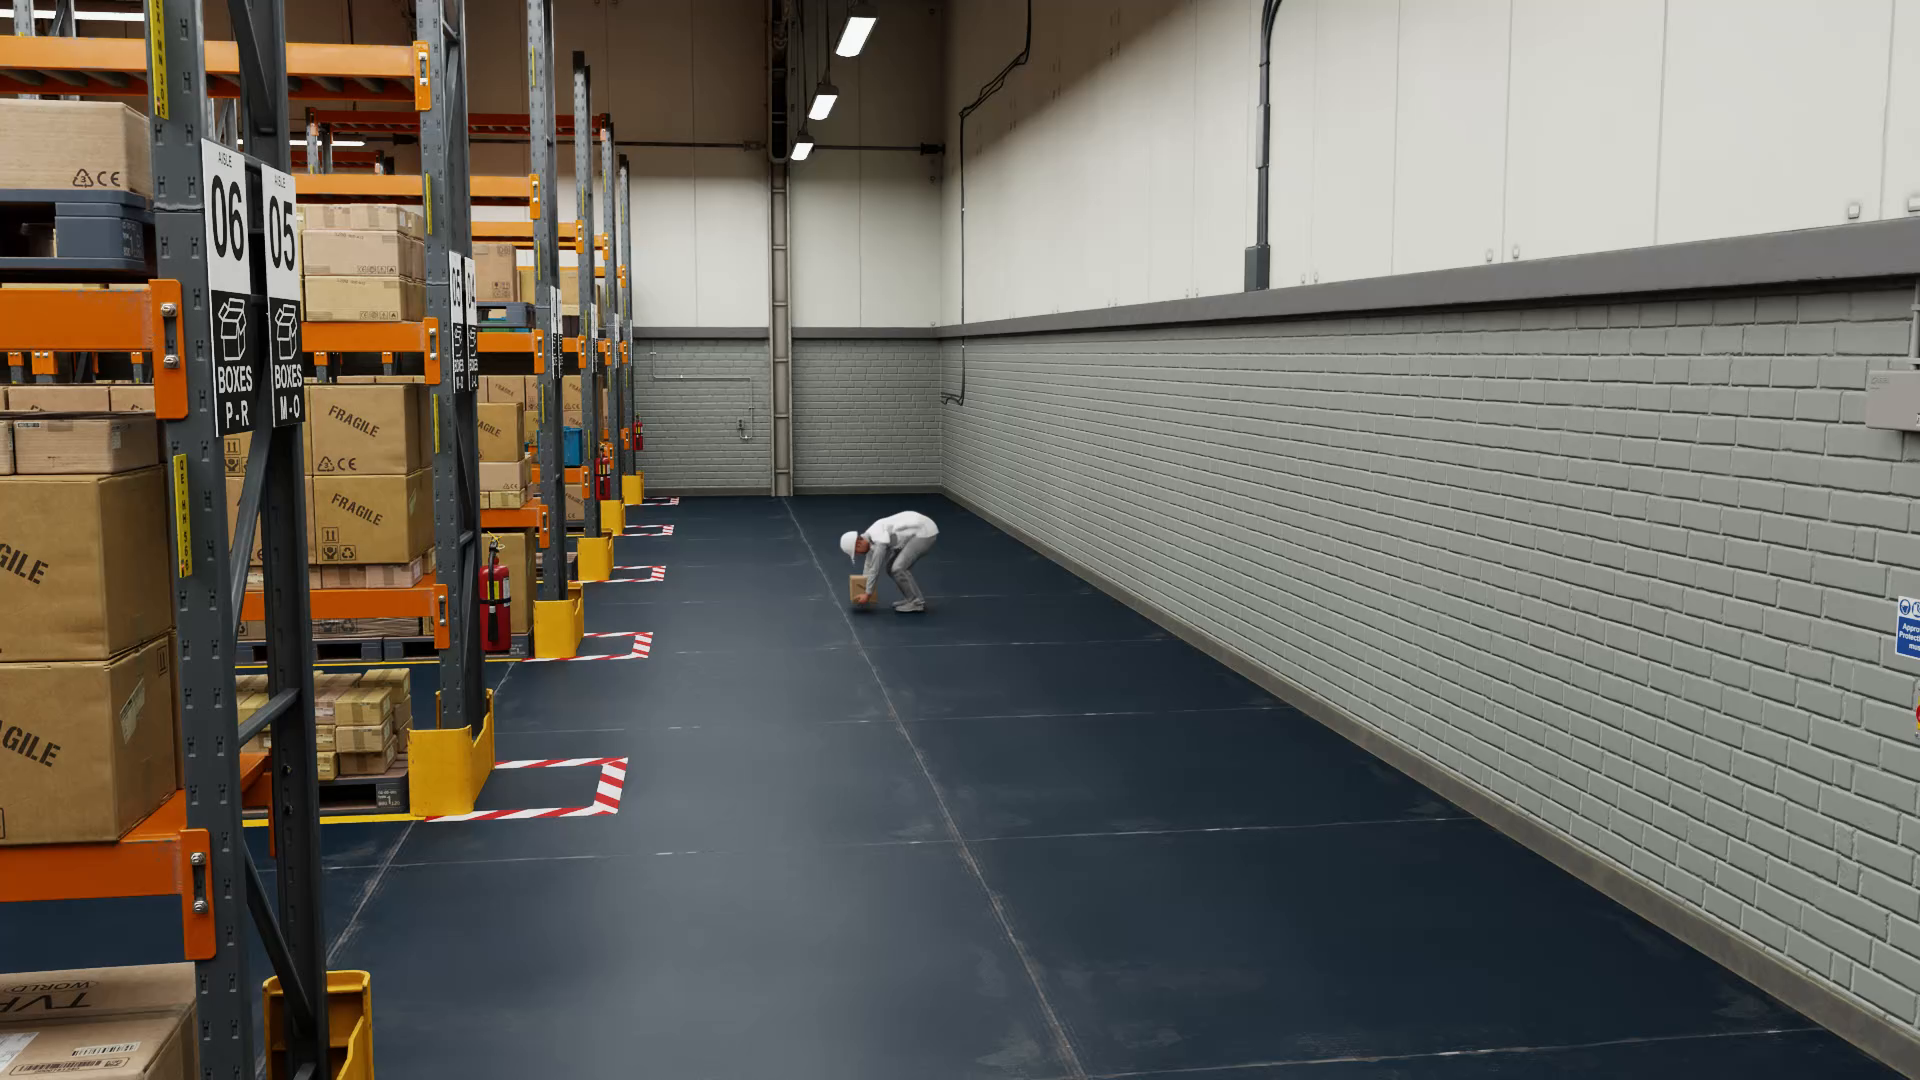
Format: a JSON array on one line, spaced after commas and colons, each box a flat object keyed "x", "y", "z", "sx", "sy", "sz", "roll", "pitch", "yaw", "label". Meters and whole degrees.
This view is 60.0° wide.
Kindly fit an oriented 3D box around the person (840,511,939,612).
[{"x": -0.724, "y": 0.220, "z": 17.024, "sx": 1.000, "sy": 1.015, "sz": 0.503, "roll": -1, "pitch": 7, "yaw": -12, "label": "person"}]
